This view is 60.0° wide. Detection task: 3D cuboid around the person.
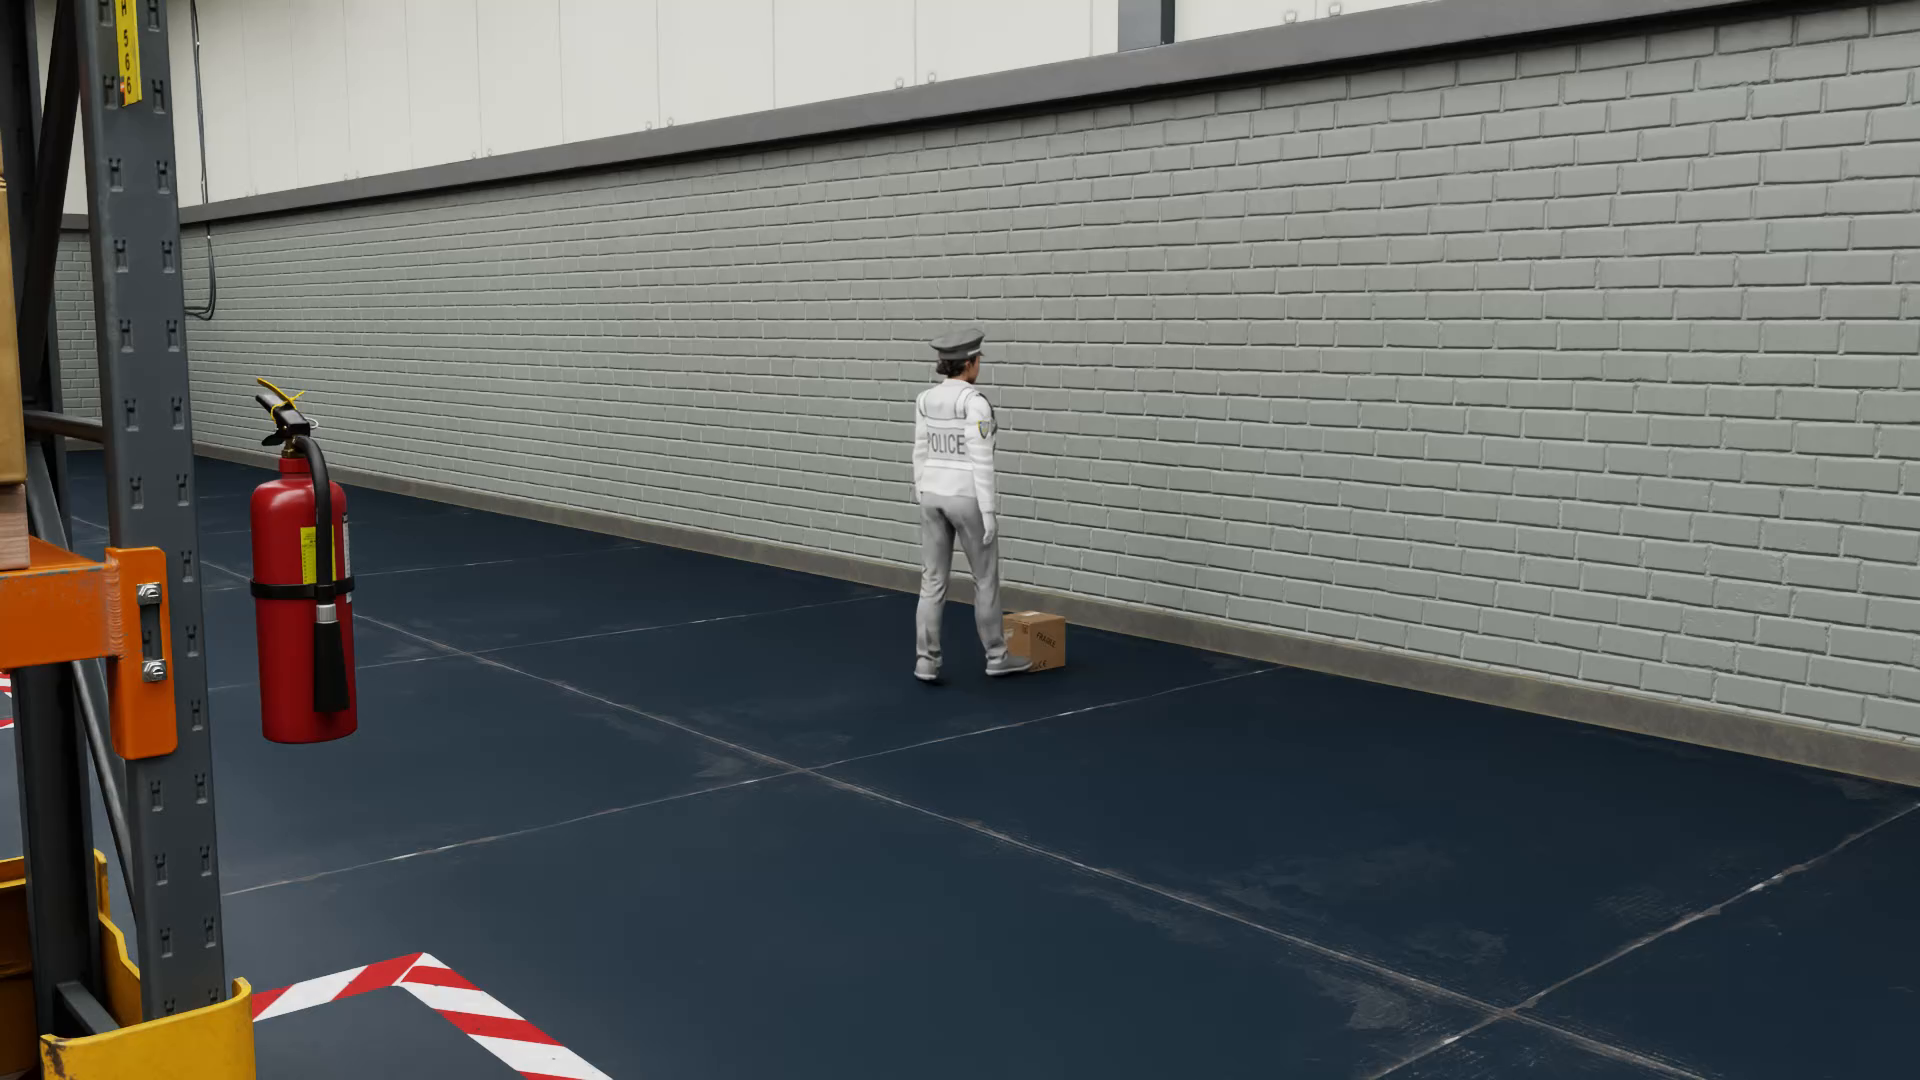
[{"bbox_3d":[0.022,-0.173,7.975,0.509,1.672,0.630,6,10,38],"label":"person"}]
